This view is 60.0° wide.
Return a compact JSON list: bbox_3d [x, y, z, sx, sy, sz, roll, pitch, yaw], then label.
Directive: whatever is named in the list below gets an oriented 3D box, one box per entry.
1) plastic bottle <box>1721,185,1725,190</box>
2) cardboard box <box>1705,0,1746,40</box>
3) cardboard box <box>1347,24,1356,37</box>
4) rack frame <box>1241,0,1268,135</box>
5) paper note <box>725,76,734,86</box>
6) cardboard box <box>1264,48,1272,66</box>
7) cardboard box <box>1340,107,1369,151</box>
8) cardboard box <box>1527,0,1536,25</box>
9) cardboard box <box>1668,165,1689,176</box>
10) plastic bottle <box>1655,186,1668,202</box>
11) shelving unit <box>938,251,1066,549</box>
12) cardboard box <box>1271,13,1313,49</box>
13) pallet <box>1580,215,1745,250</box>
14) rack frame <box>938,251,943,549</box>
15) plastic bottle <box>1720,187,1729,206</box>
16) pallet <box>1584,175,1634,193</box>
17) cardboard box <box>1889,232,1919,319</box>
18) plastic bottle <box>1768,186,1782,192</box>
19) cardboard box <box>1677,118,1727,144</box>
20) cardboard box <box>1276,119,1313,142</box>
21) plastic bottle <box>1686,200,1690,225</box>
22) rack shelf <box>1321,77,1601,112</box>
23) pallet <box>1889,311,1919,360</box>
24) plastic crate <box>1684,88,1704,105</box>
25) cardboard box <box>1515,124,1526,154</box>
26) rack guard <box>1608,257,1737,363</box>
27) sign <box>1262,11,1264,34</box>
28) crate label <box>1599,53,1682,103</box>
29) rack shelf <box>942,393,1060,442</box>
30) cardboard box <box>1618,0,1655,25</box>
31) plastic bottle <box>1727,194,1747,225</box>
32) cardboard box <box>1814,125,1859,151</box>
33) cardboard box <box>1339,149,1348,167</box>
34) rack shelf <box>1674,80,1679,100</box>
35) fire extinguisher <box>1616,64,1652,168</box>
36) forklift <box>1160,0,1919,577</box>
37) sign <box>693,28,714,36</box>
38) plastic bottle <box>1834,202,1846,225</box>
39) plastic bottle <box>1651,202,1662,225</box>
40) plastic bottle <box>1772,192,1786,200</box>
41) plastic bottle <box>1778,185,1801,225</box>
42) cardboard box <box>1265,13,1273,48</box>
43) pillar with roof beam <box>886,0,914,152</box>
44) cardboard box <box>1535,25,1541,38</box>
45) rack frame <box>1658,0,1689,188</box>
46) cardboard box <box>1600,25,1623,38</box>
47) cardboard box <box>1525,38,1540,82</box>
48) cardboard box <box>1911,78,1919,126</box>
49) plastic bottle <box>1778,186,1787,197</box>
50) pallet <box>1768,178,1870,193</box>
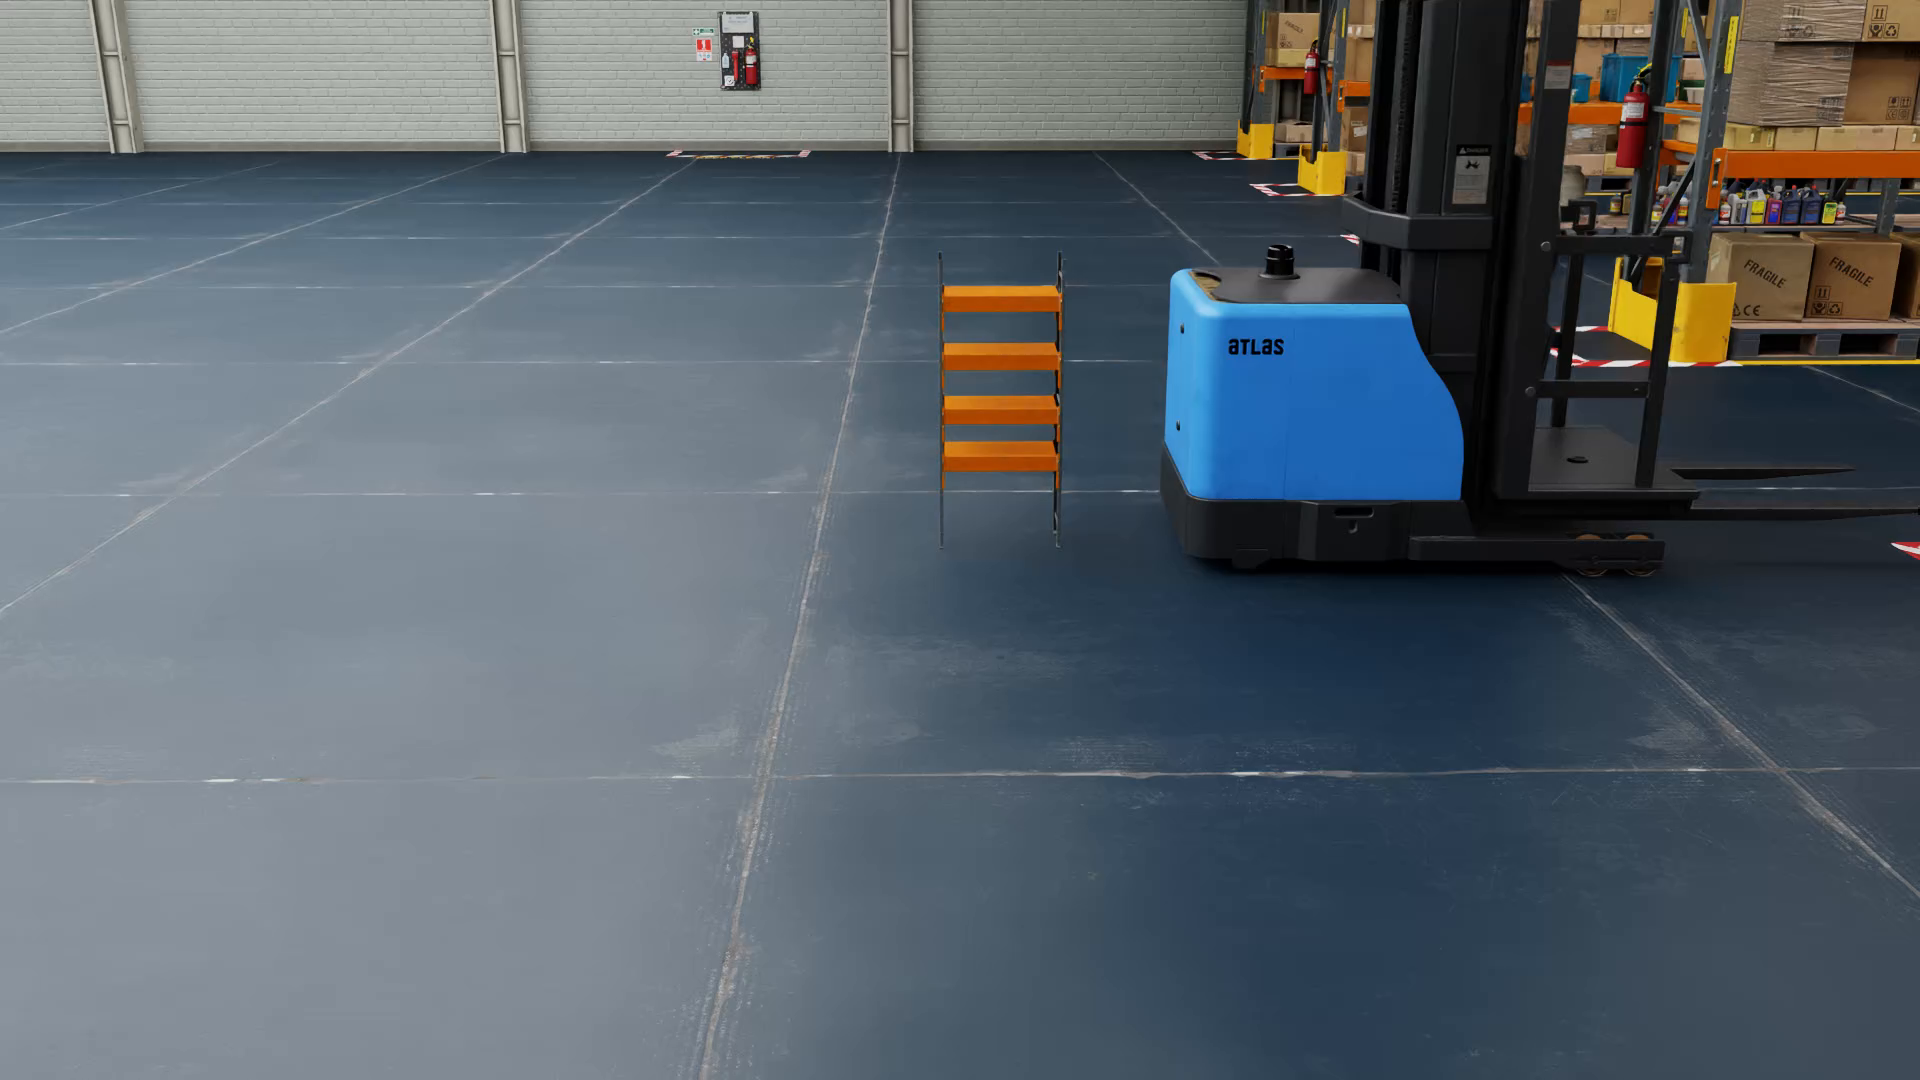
[{"bbox_3d":[7.382,-3.314,16.196,0.133,0.283,0.061,1,18,2],"label":"plastic bottle"},{"bbox_3d":[5.175,-3.476,10.685,0.500,0.500,0.500,0,18,-1],"label":"cardboard box"},{"bbox_3d":[4.855,-6.175,20.160,0.250,0.149,0.380,-1,18,-2],"label":"cardboard box"},{"bbox_3d":[4.394,-7.271,24.803,0.127,3.000,1.000,0,18,-1],"label":"rack frame"},{"bbox_3d":[-3.569,-7.110,25.744,0.142,0.148,0.016,0,18,-1],"label":"paper note"},{"bbox_3d":[4.858,-7.271,25.014,0.500,0.250,0.500,0,18,0],"label":"cardboard box"},{"bbox_3d":[5.008,-5.099,20.619,0.500,0.500,0.500,0,18,-1],"label":"cardboard box"},{"bbox_3d":[6.527,-6.431,19.898,0.500,0.500,0.700,0,18,-1],"label":"cardboard box"},{"bbox_3d":[8.883,-4.594,20.273,0.500,0.250,0.500,-1,18,-2],"label":"cardboard box"},{"bbox_3d":[6.771,-3.294,16.144,0.135,0.276,0.152,-1,18,-2],"label":"plastic bottle"},{"bbox_3d":[0.166,-0.572,6.867,0.503,1.200,0.258,0,18,-1],"label":"shelving unit"},{"bbox_3d":[4.876,-7.477,24.429,0.500,0.500,0.500,0,18,-1],"label":"cardboard box"},{"bbox_3d":[6.655,-2.939,15.865,1.213,0.211,1.003,0,18,-1],"label":"pallet"},{"bbox_3d":[-0.078,-0.571,6.863,0.015,1.200,0.240,0,18,-1],"label":"rack frame"},{"bbox_3d":[7.401,-3.285,16.123,0.097,0.271,0.097,0,18,0],"label":"plastic bottle"},{"bbox_3d":[7.680,-4.459,20.601,1.213,0.211,1.003,0,18,-1],"label":"pallet"},{"bbox_3d":[6.477,-1.751,10.999,0.500,0.500,0.500,1,18,4],"label":"cardboard box"},{"bbox_3d":[7.902,-3.299,16.161,0.135,0.276,0.152,0,18,1],"label":"plastic bottle"},{"bbox_3d":[4.910,-2.677,10.894,0.250,0.149,0.380,0,18,-1],"label":"cardboard box"},{"bbox_3d":[5.087,-6.176,25.071,0.500,0.311,0.500,-2,18,-7],"label":"cardboard box"},{"bbox_3d":[6.811,-3.071,15.457,0.097,0.271,0.097,0,18,0],"label":"plastic bottle"},{"bbox_3d":[6.476,-5.425,20.227,4.000,0.370,1.077,0,18,-1],"label":"rack shelf"},{"bbox_3d":[6.734,-1.403,11.076,1.213,0.211,1.003,0,18,-1],"label":"pallet"},{"bbox_3d":[6.930,-4.054,15.205,0.437,0.136,0.530,0,18,-1],"label":"plastic crate"},{"bbox_3d":[6.516,-4.947,20.144,0.500,0.500,0.500,0,18,-1],"label":"cardboard box"},{"bbox_3d":[4.705,-1.543,11.038,0.348,0.500,1.175,0,18,-1],"label":"rack guard"},{"bbox_3d":[4.403,-7.518,24.154,0.005,0.325,0.100,0,18,-1],"label":"sign"},{"bbox_3d":[6.387,-4.354,15.650,0.616,0.435,0.502,0,18,-1],"label":"crate label"},{"bbox_3d":[0.166,-0.508,6.887,0.480,0.148,0.258,0,18,-1],"label":"rack shelf"},{"bbox_3d":[8.032,-6.439,19.921,0.500,0.500,0.700,0,18,-1],"label":"cardboard box"},{"bbox_3d":[7.233,-3.084,15.489,0.135,0.276,0.152,0,18,0],"label":"plastic bottle"},{"bbox_3d":[5.418,-2.533,10.446,0.250,0.149,0.380,0,18,-1],"label":"cardboard box"},{"bbox_3d":[5.008,-4.742,20.732,0.500,0.250,0.500,0,18,-1],"label":"cardboard box"},{"bbox_3d":[10.475,-5.444,20.287,4.000,0.370,1.077,0,18,-1],"label":"rack shelf"},{"bbox_3d":[4.507,-2.836,11.104,0.183,0.674,0.296,0,18,-1],"label":"fire extinguisher"},{"bbox_3d":[2.413,-1.412,6.650,3.031,2.935,1.130,0,18,0],"label":"forklift"},{"bbox_3d":[-3.940,-7.805,25.541,0.331,0.109,0.001,0,18,-1],"label":"sign"},{"bbox_3d":[8.192,-3.045,15.489,0.097,0.201,0.097,0,18,0],"label":"plastic bottle"},{"bbox_3d":[6.472,-3.036,15.463,0.097,0.201,0.097,0,18,0],"label":"plastic bottle"},{"bbox_3d":[7.691,-3.130,15.633,0.135,0.276,0.152,0,18,-1],"label":"plastic bottle"},{"bbox_3d":[7.719,-3.121,15.481,0.185,0.351,0.144,-1,18,-4],"label":"plastic bottle"},{"bbox_3d":[4.862,-7.633,24.918,0.500,0.500,0.500,0,18,-1],"label":"cardboard box"},{"bbox_3d":[-0.851,-9.051,20.532,0.400,9.000,9.100,0,18,-1],"label":"pillar with roof beam"},{"bbox_3d":[6.937,-6.061,19.807,0.250,0.149,0.380,0,18,1],"label":"cardboard box"},{"bbox_3d":[8.476,-5.777,20.147,0.127,3.000,1.000,0,18,-1],"label":"rack frame"},{"bbox_3d":[7.698,-6.064,19.816,0.250,0.149,0.380,-1,18,-2],"label":"cardboard box"},{"bbox_3d":[7.003,-5.815,20.101,0.500,0.500,0.700,0,18,0],"label":"cardboard box"},{"bbox_3d":[6.178,-2.944,10.665,0.500,0.500,0.875,0,18,-1],"label":"cardboard box"},{"bbox_3d":[7.904,-3.270,16.059,0.133,0.283,0.061,0,18,-1],"label":"plastic bottle"},{"bbox_3d":[10.434,-4.472,20.642,1.213,0.211,1.003,0,18,-1],"label":"pallet"}]
